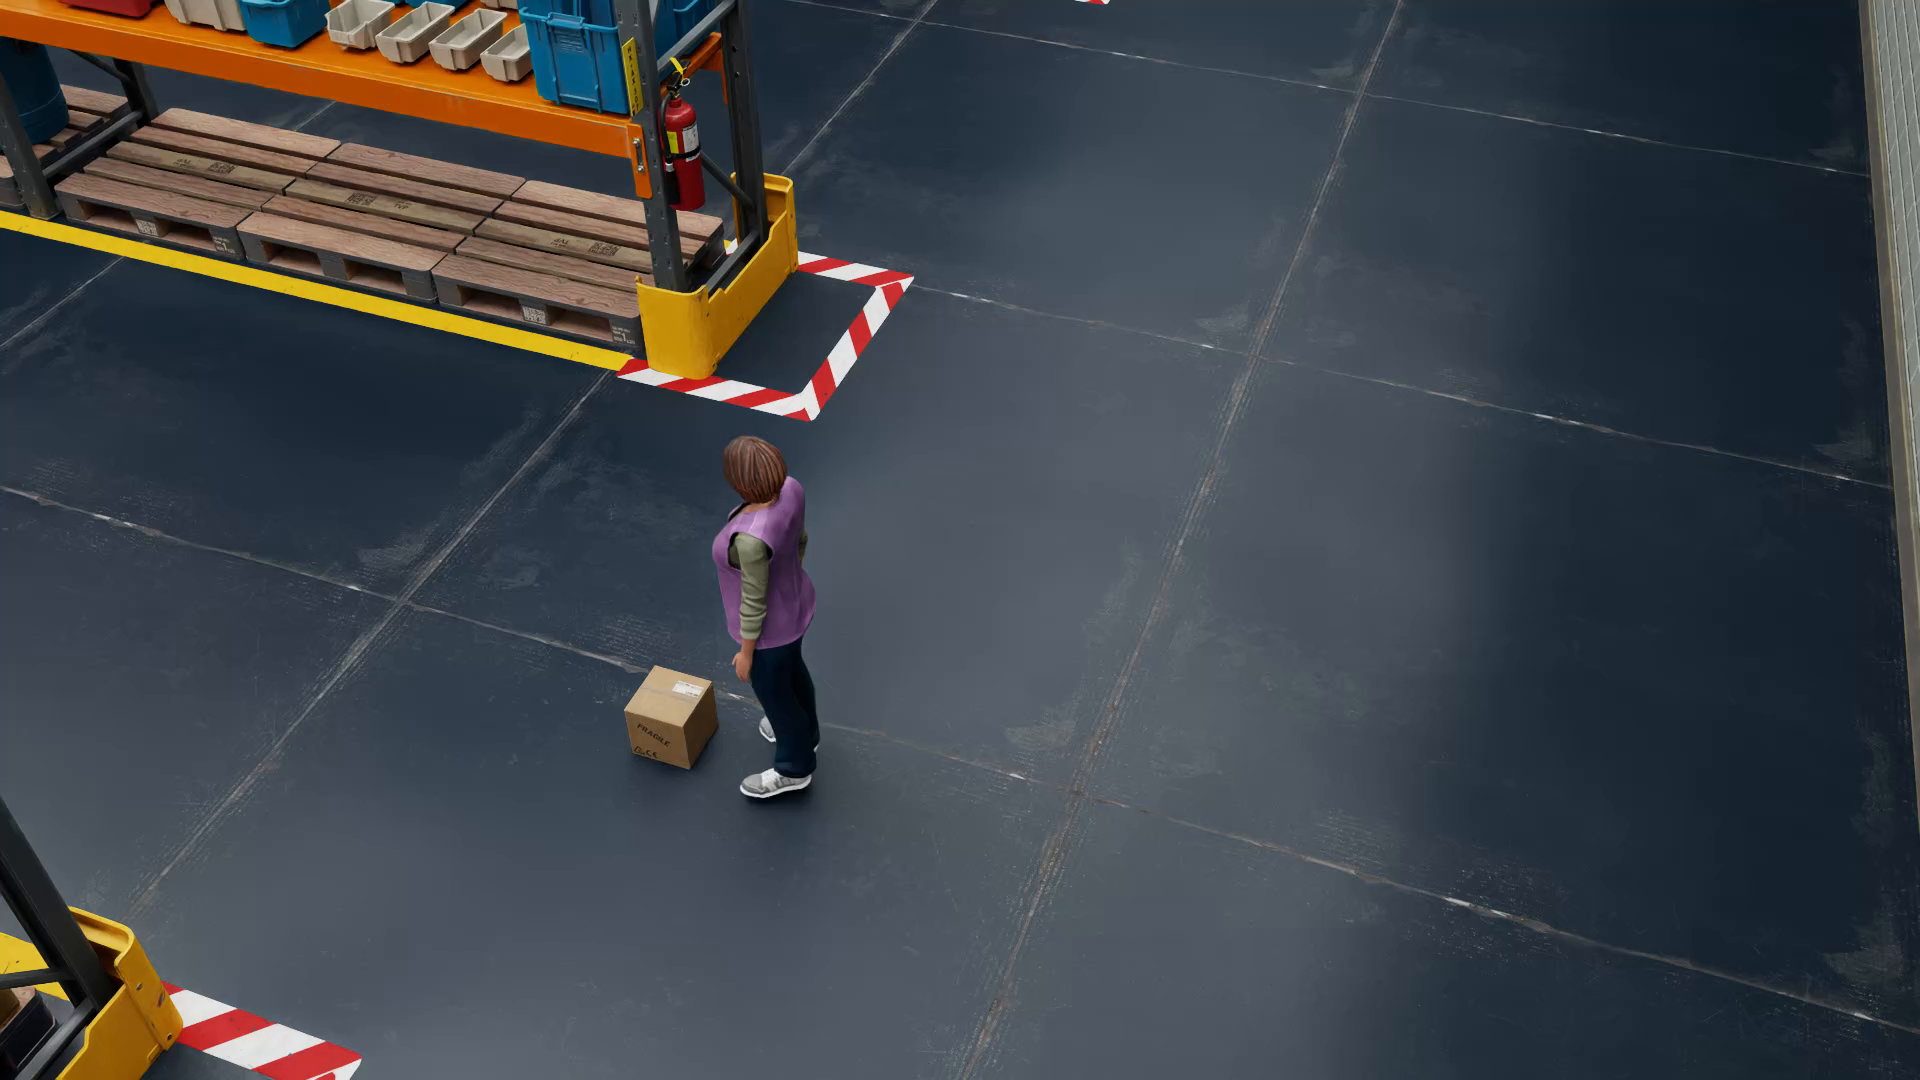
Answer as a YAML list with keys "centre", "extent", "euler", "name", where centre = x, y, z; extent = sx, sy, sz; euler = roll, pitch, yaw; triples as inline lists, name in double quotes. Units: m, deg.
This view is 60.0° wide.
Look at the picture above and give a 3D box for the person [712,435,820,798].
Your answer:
- centre: [-0.669, 0.282, 5.820]
  extent: [0.323, 1.606, 0.435]
  euler: [9, 43, 10]
  name: "person"
